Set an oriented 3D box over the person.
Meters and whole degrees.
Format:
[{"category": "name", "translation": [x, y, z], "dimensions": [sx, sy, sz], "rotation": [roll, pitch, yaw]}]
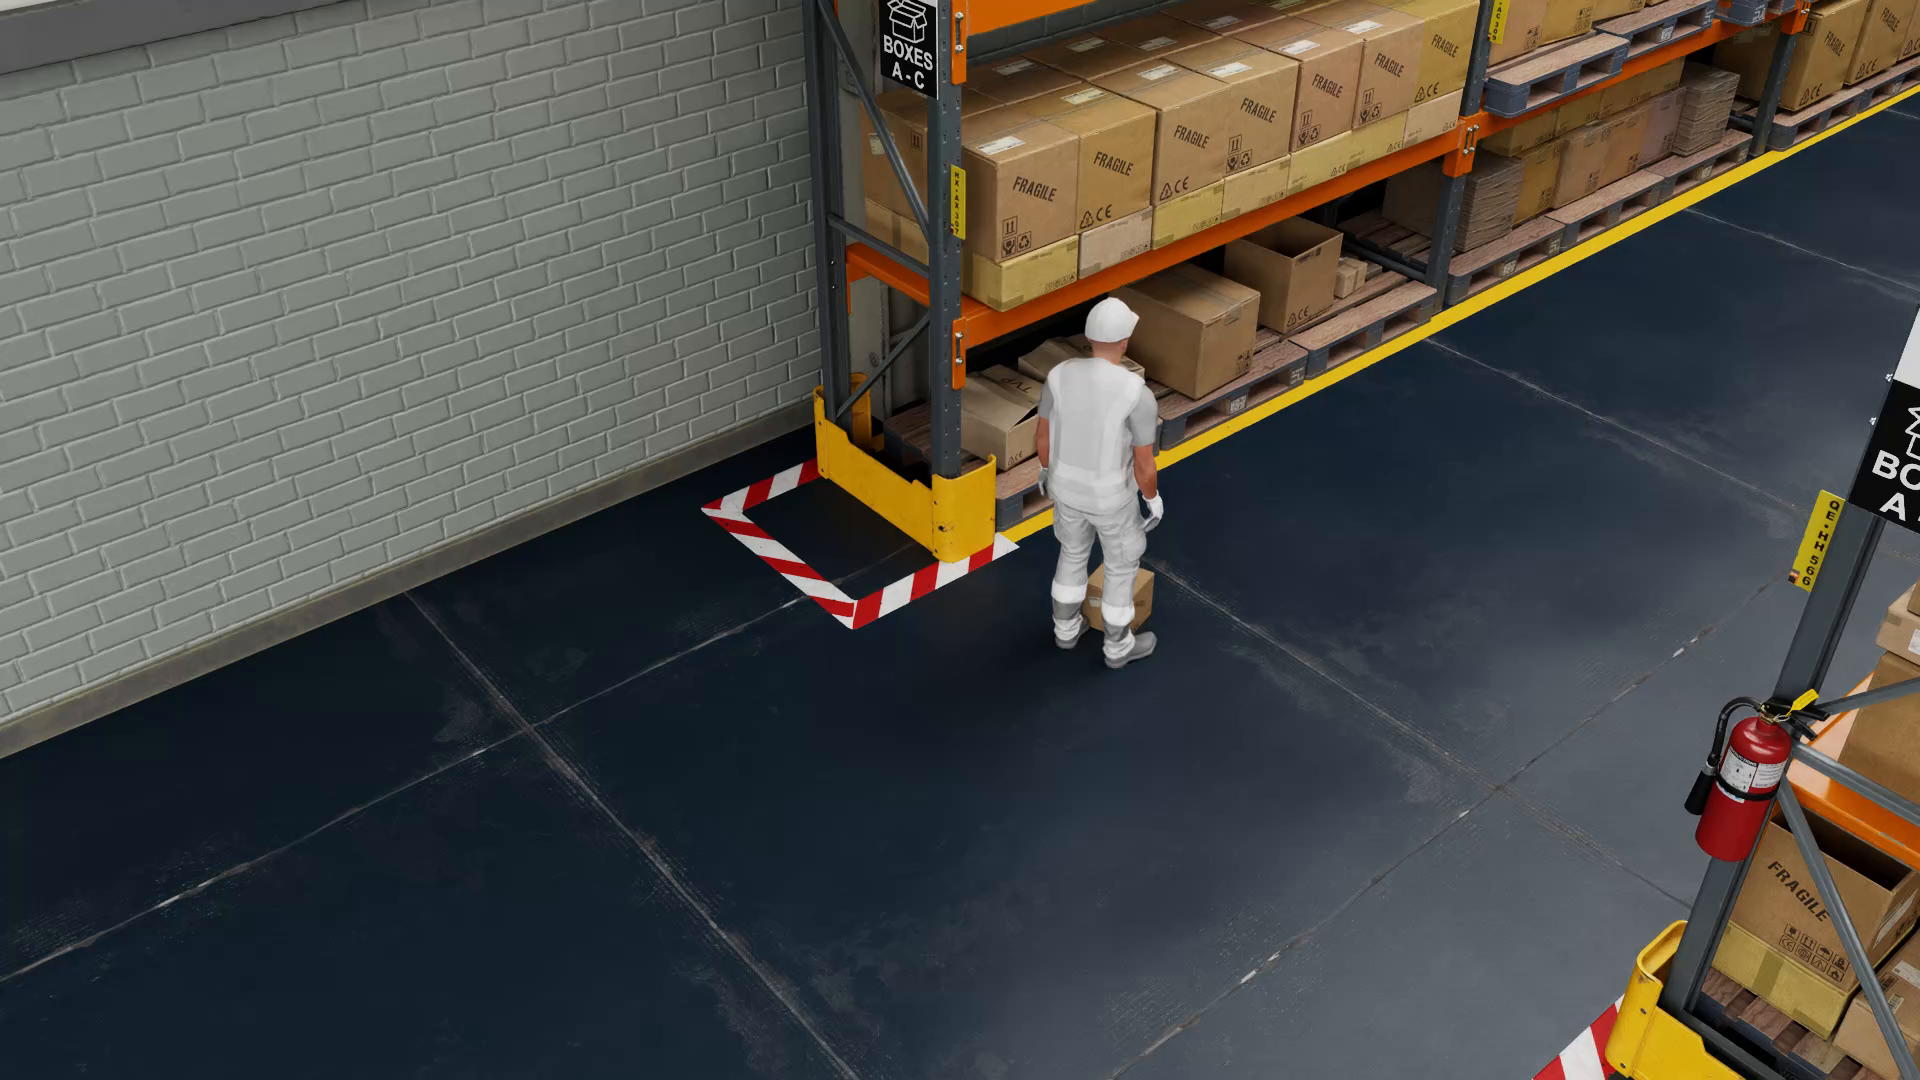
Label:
[{"category": "person", "translation": [0.618, -0.236, 7.397], "dimensions": [0.616, 1.778, 0.453], "rotation": [21, 40, 26]}]
